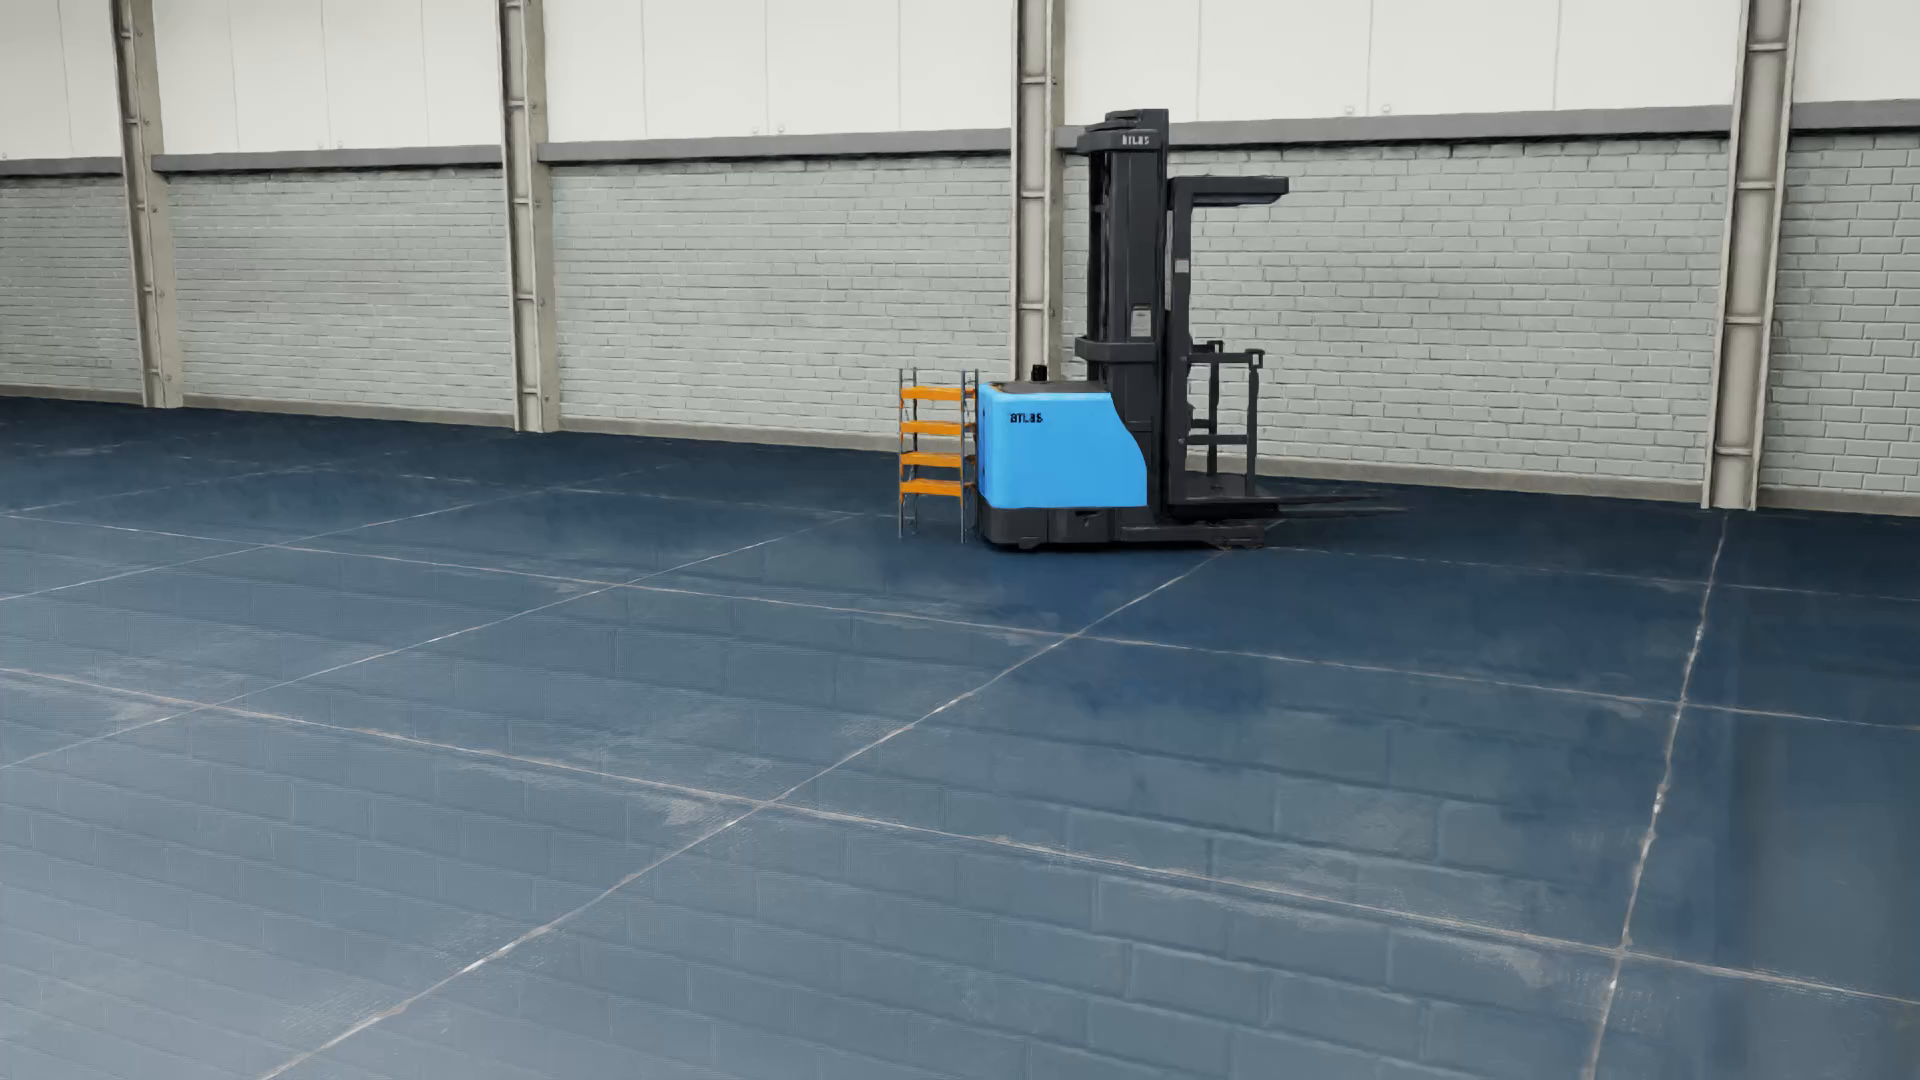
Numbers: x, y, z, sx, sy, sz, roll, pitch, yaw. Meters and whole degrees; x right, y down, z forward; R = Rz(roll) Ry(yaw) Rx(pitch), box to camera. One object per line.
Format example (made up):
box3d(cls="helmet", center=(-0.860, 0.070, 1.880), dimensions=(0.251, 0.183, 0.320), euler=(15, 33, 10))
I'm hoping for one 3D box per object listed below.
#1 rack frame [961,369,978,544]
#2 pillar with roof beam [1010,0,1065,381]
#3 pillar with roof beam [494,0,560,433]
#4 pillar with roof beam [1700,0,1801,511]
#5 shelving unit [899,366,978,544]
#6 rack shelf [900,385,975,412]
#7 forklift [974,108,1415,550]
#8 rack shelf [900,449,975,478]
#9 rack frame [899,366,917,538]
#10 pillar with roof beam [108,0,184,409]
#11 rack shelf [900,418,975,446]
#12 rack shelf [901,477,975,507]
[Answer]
box3d(cls="rack frame", center=(0.069, -0.584, 11.589), dimensions=(0.015, 1.200, 0.240), euler=(5, 11, 26))
box3d(cls="pillar with roof beam", center=(-1.194, -4.475, 11.188), dimensions=(0.400, 9.000, 9.100), euler=(5, 11, 26))
box3d(cls="pillar with roof beam", center=(-6.574, -4.948, 13.801), dimensions=(0.400, 9.000, 9.100), euler=(5, 11, 26))
box3d(cls="pillar with roof beam", center=(4.187, -4.002, 8.576), dimensions=(0.400, 9.000, 9.100), euler=(5, 11, 26))
box3d(cls="shelving unit", center=(-0.150, -0.603, 11.695), dimensions=(0.503, 1.200, 0.258), euler=(5, 11, 26))
box3d(cls="rack shelf", center=(-0.150, -0.990, 11.625), dimensions=(0.480, 0.148, 0.258), euler=(5, 11, 26))
box3d(cls="forklift", center=(1.658, -1.467, 11.608), dimensions=(3.031, 2.935, 1.130), euler=(-1, 10, -7))
box3d(cls="rack shelf", center=(-0.150, -0.537, 11.707), dimensions=(0.480, 0.148, 0.258), euler=(5, 11, 26))
box3d(cls="rack frame", center=(-0.368, -0.623, 11.802), dimensions=(0.015, 1.200, 0.240), euler=(5, 11, 26))
box3d(cls="pillar with roof beam", center=(-11.955, -5.421, 16.413), dimensions=(0.400, 9.000, 9.100), euler=(5, 11, 26))
box3d(cls="rack shelf", center=(-0.150, -0.757, 11.667), dimensions=(0.480, 0.148, 0.258), euler=(5, 11, 26))
box3d(cls="rack shelf", center=(-0.150, -0.342, 11.743), dimensions=(0.480, 0.148, 0.258), euler=(5, 11, 26))
